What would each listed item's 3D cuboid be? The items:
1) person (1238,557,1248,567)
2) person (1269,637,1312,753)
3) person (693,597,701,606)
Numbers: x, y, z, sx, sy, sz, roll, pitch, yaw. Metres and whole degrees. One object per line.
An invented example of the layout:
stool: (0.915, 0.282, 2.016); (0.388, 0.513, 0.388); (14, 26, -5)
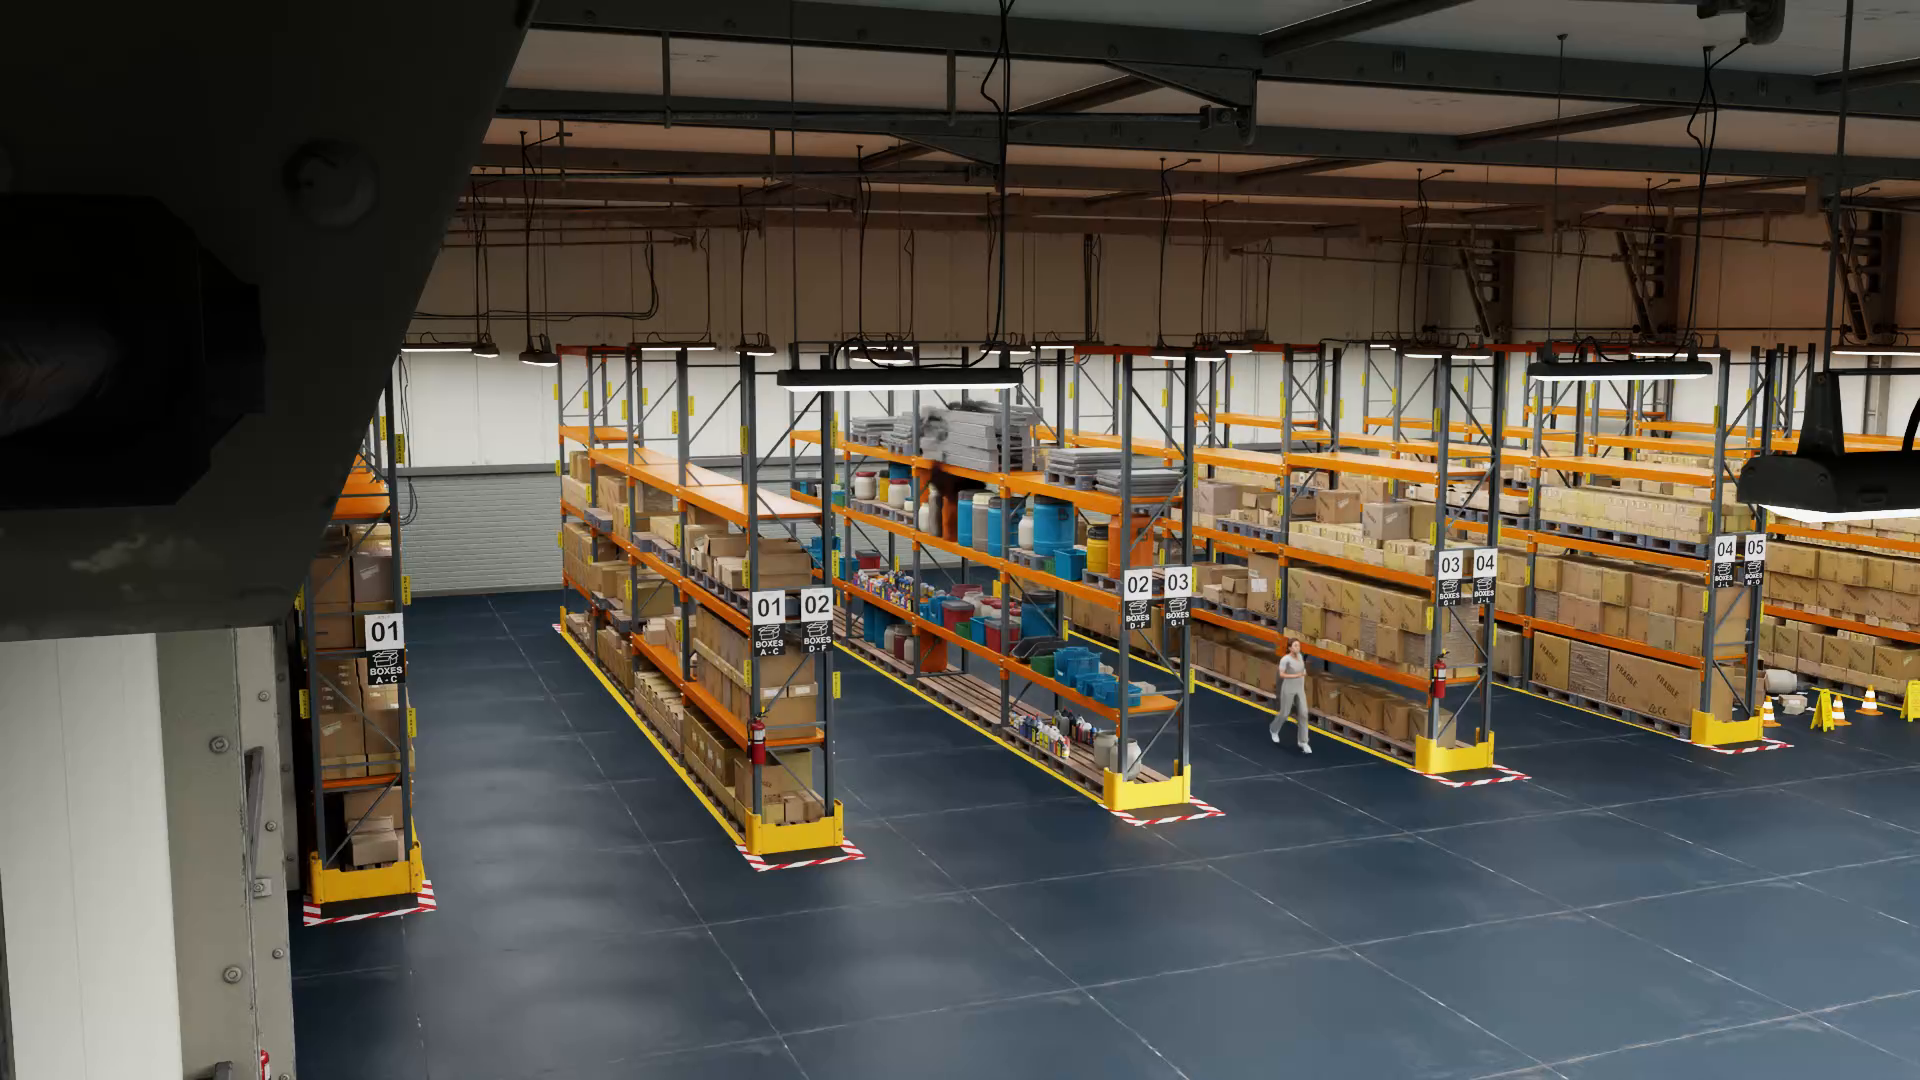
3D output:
person: (7.319, -0.020, 42.998); (0.656, 1.711, 0.939); (7, 10, 44)
person: (4.997, 2.301, 25.092); (0.583, 1.697, 0.894); (-4, 8, -26)
person: (-5.691, 1.097, 34.793); (0.582, 1.753, 0.789); (-4, 8, -31)
